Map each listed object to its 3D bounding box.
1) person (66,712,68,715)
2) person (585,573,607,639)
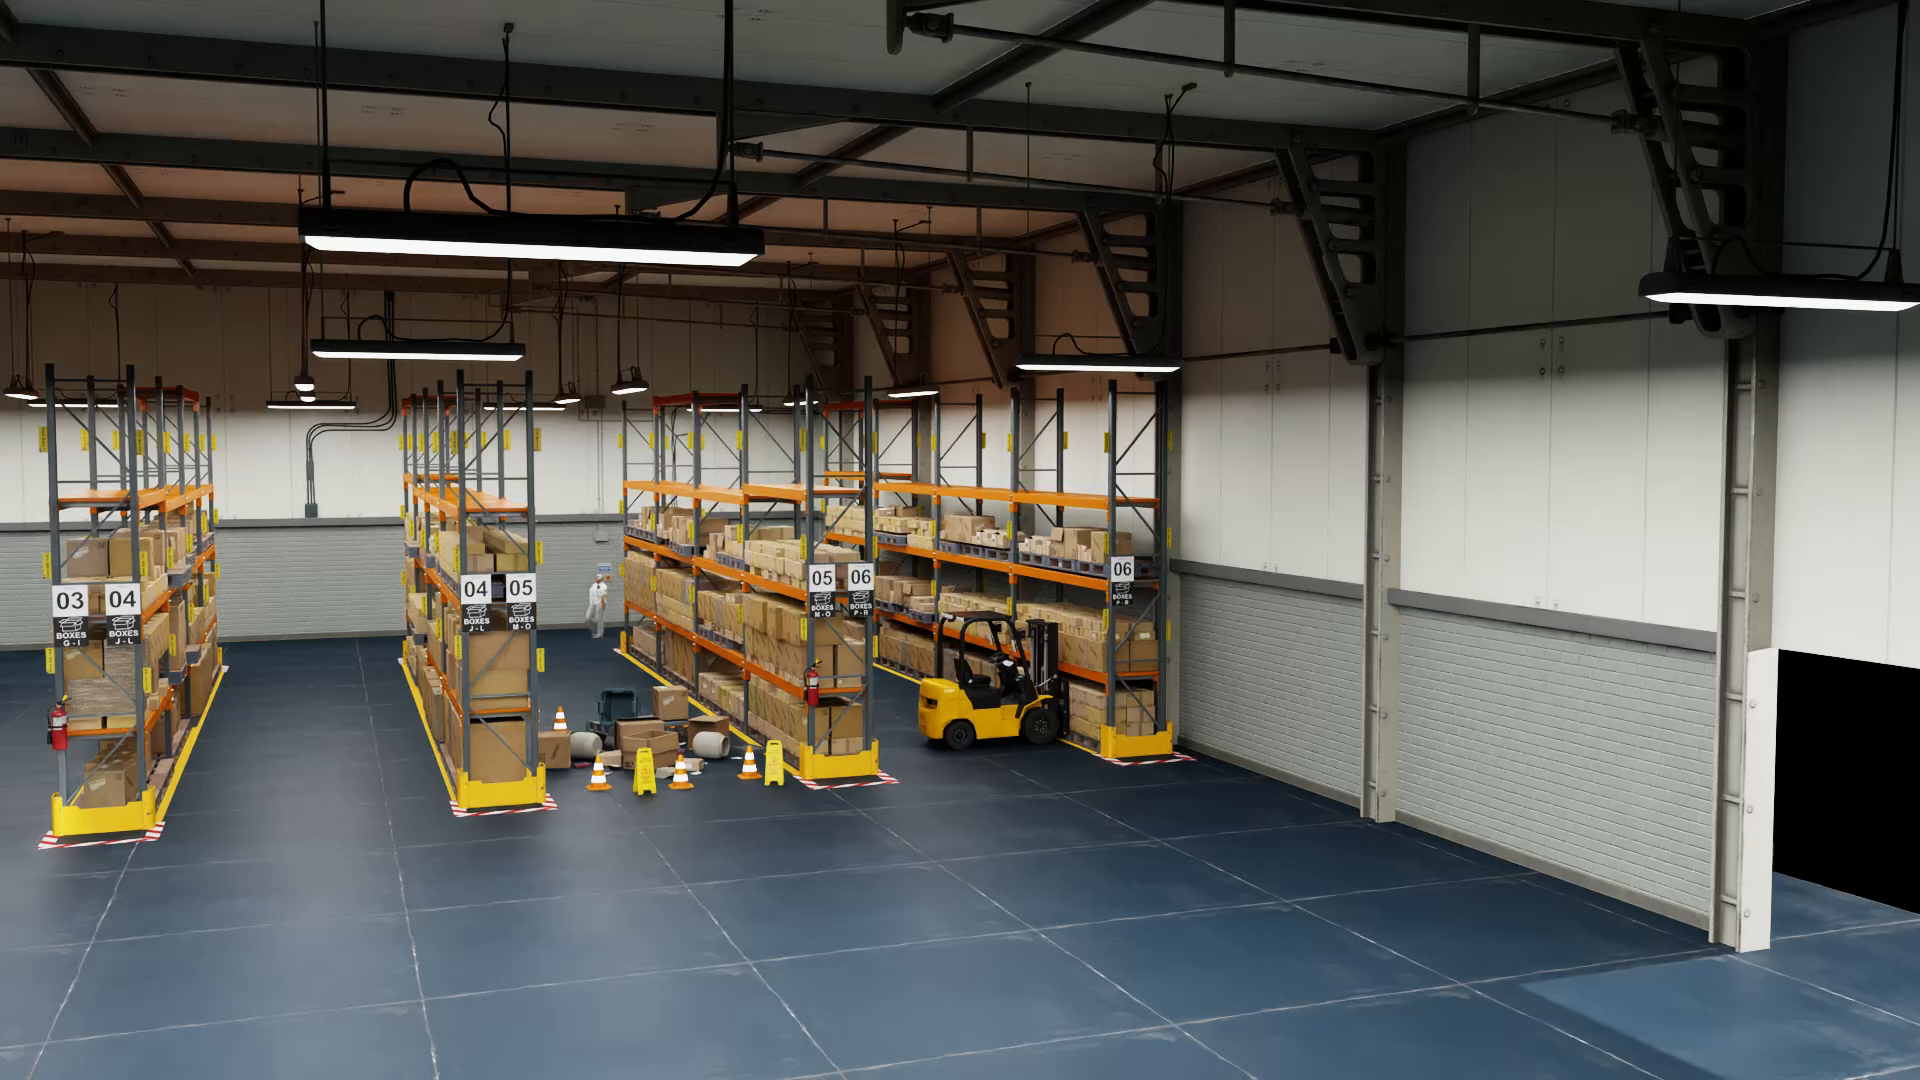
[{"bbox_3d":[-16.286,2.414,30.443,0.583,1.647,0.543,-2,4,-27],"label":"person"},{"bbox_3d":[-9.300,1.714,42.565,0.498,1.720,0.458,2,4,29],"label":"person"}]
